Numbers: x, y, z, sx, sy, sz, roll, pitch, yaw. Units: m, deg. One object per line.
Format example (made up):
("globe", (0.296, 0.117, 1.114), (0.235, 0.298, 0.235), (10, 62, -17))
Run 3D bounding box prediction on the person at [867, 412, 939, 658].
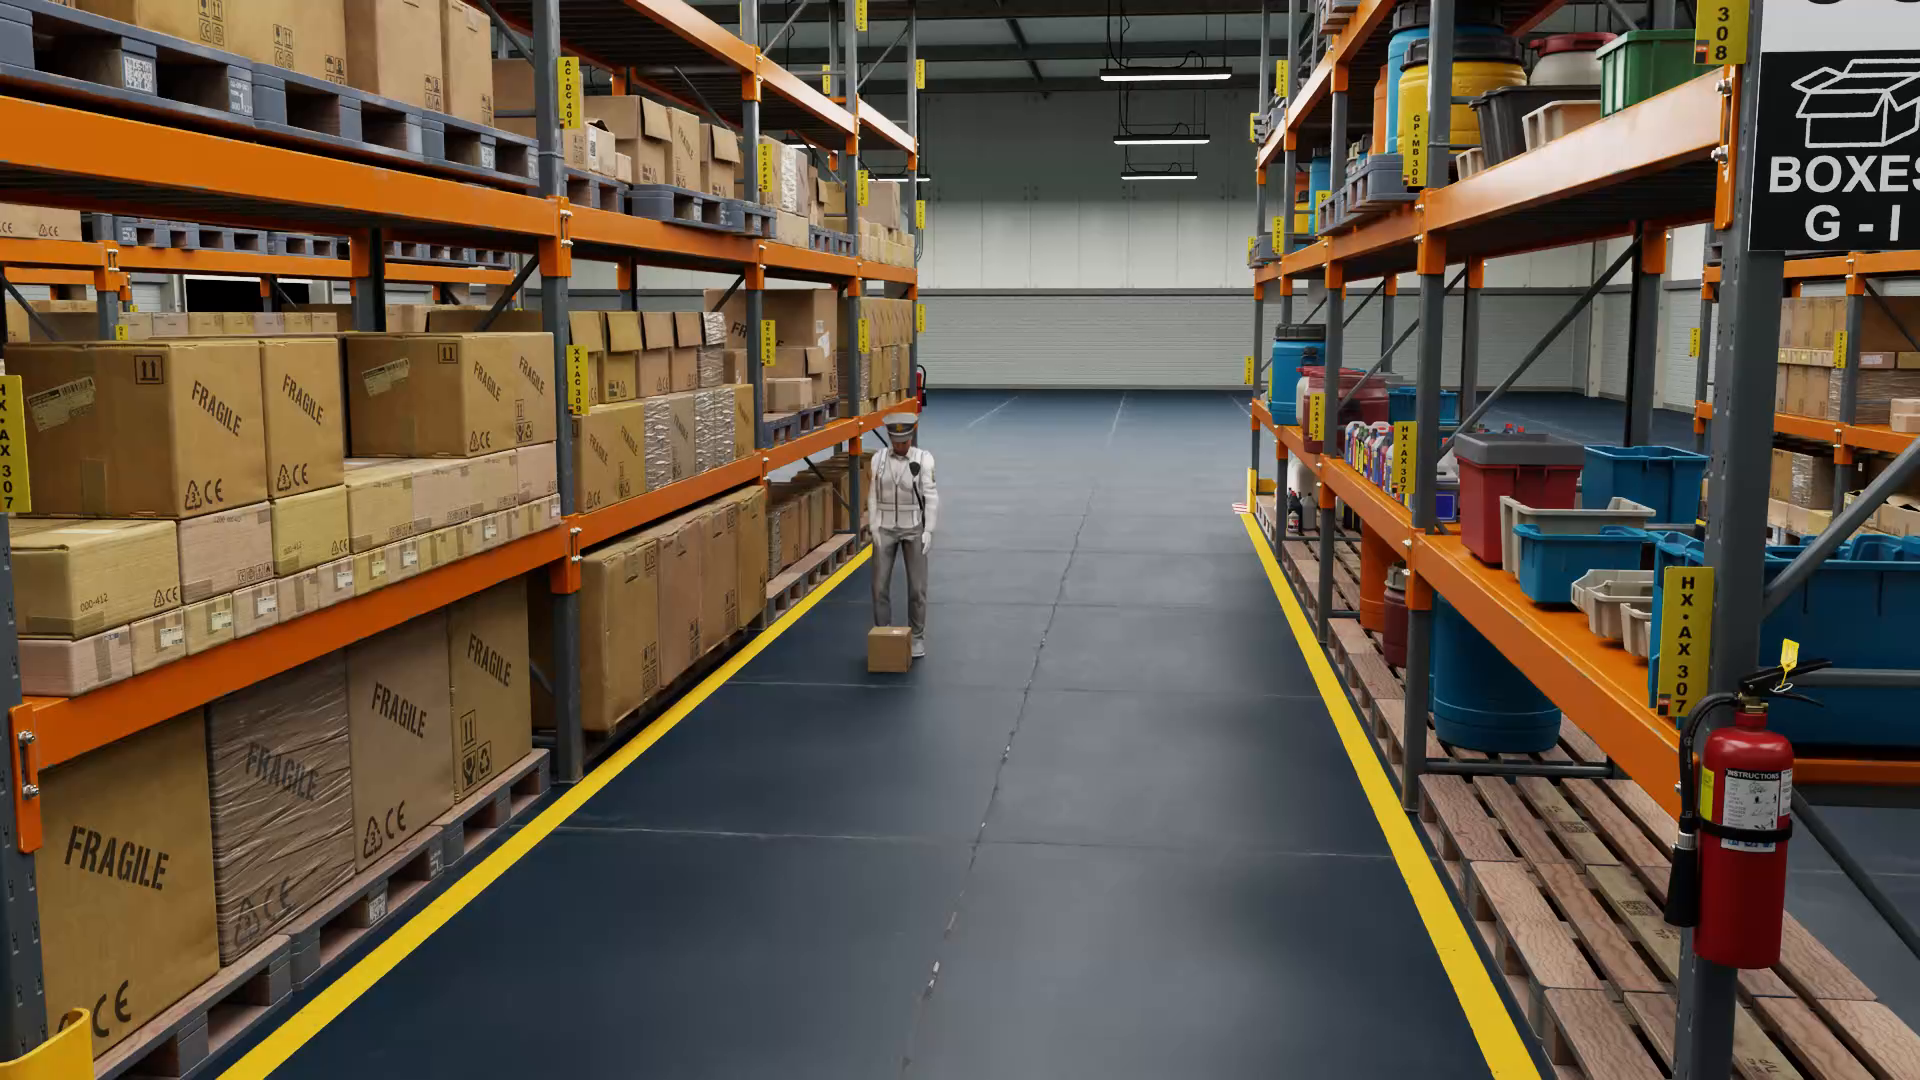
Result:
("person", (-0.385, -0.035, 11.163), (0.488, 1.647, 0.396), (1, 8, 8))
